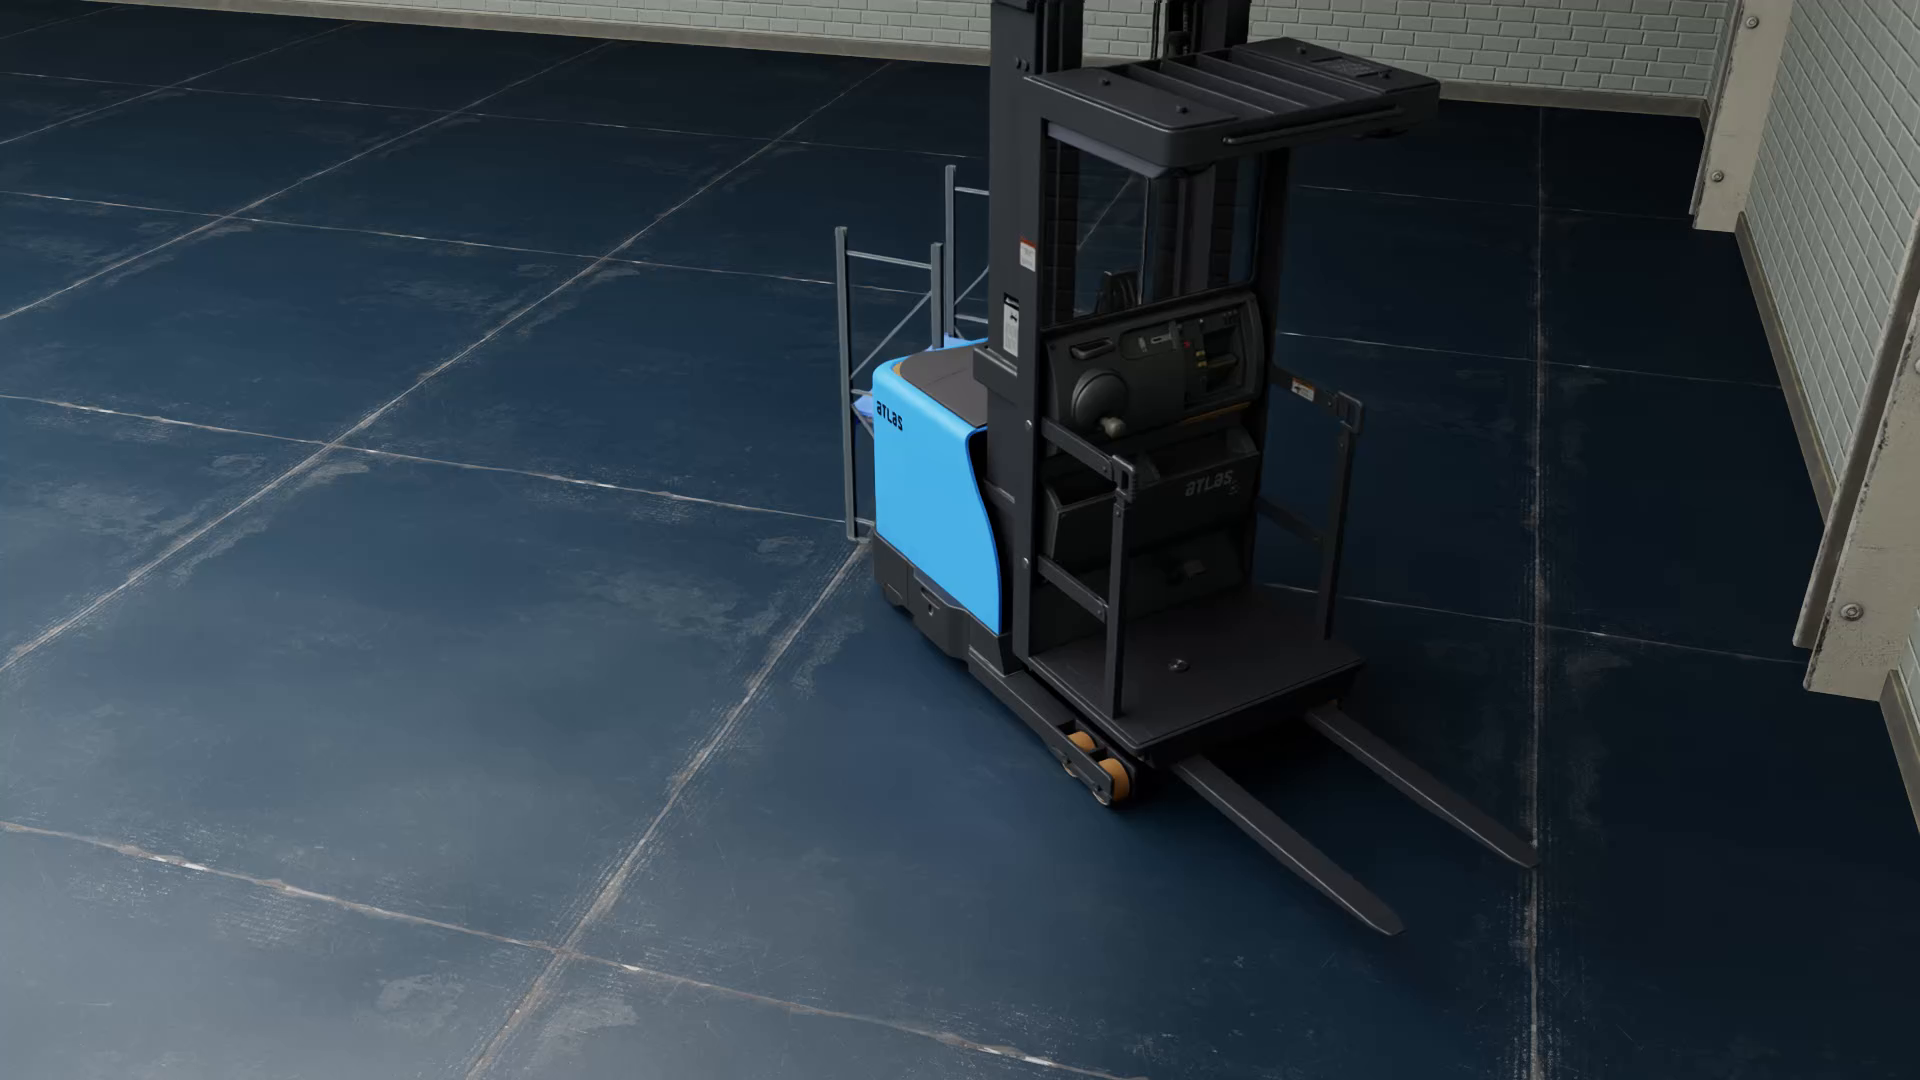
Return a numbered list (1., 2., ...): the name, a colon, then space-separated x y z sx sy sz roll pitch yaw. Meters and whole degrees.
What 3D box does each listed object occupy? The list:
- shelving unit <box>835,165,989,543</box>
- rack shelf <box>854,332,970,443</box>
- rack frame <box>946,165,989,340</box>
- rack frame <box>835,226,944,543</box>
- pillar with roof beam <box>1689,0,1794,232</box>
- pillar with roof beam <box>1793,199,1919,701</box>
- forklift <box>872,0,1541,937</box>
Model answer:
1. shelving unit: -0.068 -0.836 7.710 0.538 1.500 1.048 14 32 23
2. rack shelf: -0.068 -0.679 7.797 0.538 0.185 1.000 14 32 23
3. rack frame: 0.162 -1.056 8.106 0.500 1.500 0.032 14 32 23
4. rack frame: -0.298 -0.615 7.314 0.500 1.500 0.032 14 32 23
5. pillar with roof beam: 1.240 -6.804 10.725 9.100 9.000 0.400 8 30 15
6. pillar with roof beam: -0.521 -4.016 5.712 9.100 9.000 0.400 8 30 15
7. forklift: 0.820 -0.582 5.780 1.130 2.935 3.031 -17 33 -27
